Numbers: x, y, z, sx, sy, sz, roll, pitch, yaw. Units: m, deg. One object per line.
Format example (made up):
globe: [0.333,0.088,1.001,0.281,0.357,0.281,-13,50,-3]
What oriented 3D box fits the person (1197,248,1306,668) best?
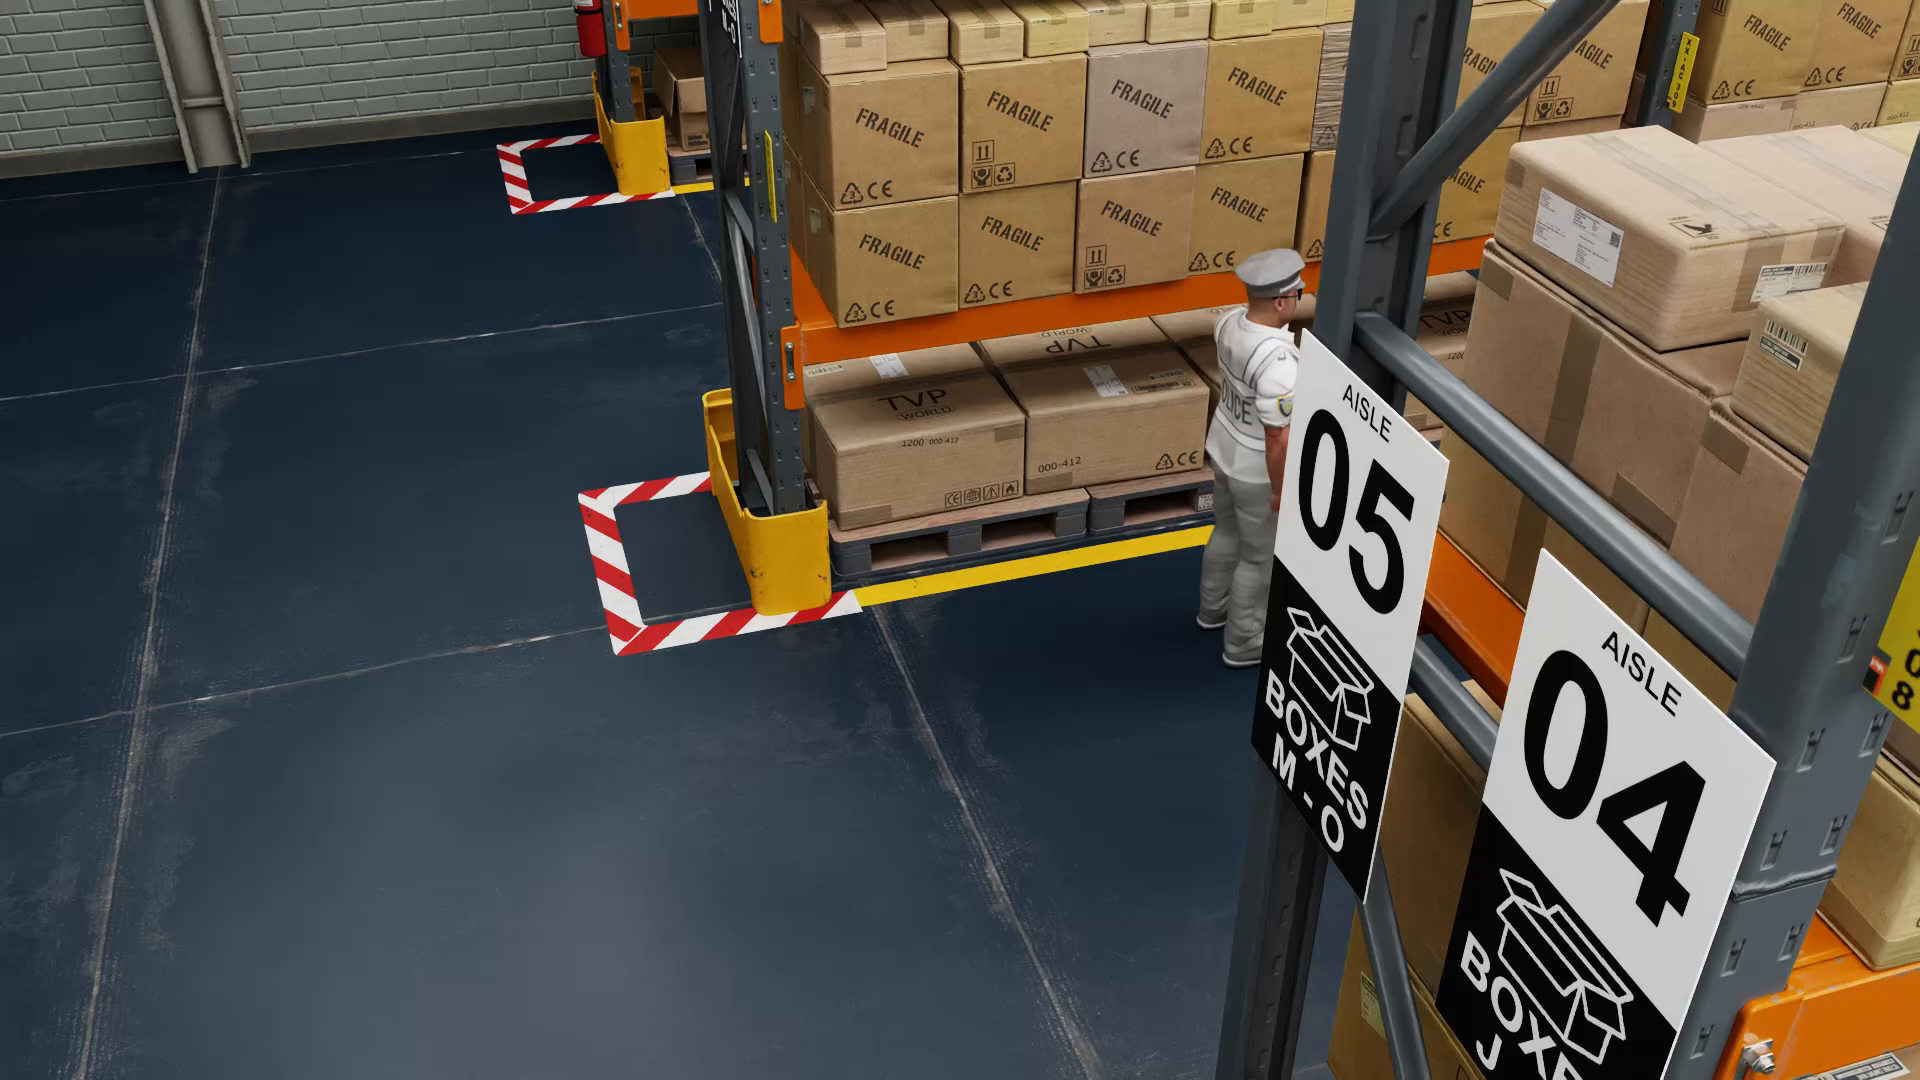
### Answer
person: [1.188,-0.316,6.600,0.394,1.765,0.527,-9,35,-14]
